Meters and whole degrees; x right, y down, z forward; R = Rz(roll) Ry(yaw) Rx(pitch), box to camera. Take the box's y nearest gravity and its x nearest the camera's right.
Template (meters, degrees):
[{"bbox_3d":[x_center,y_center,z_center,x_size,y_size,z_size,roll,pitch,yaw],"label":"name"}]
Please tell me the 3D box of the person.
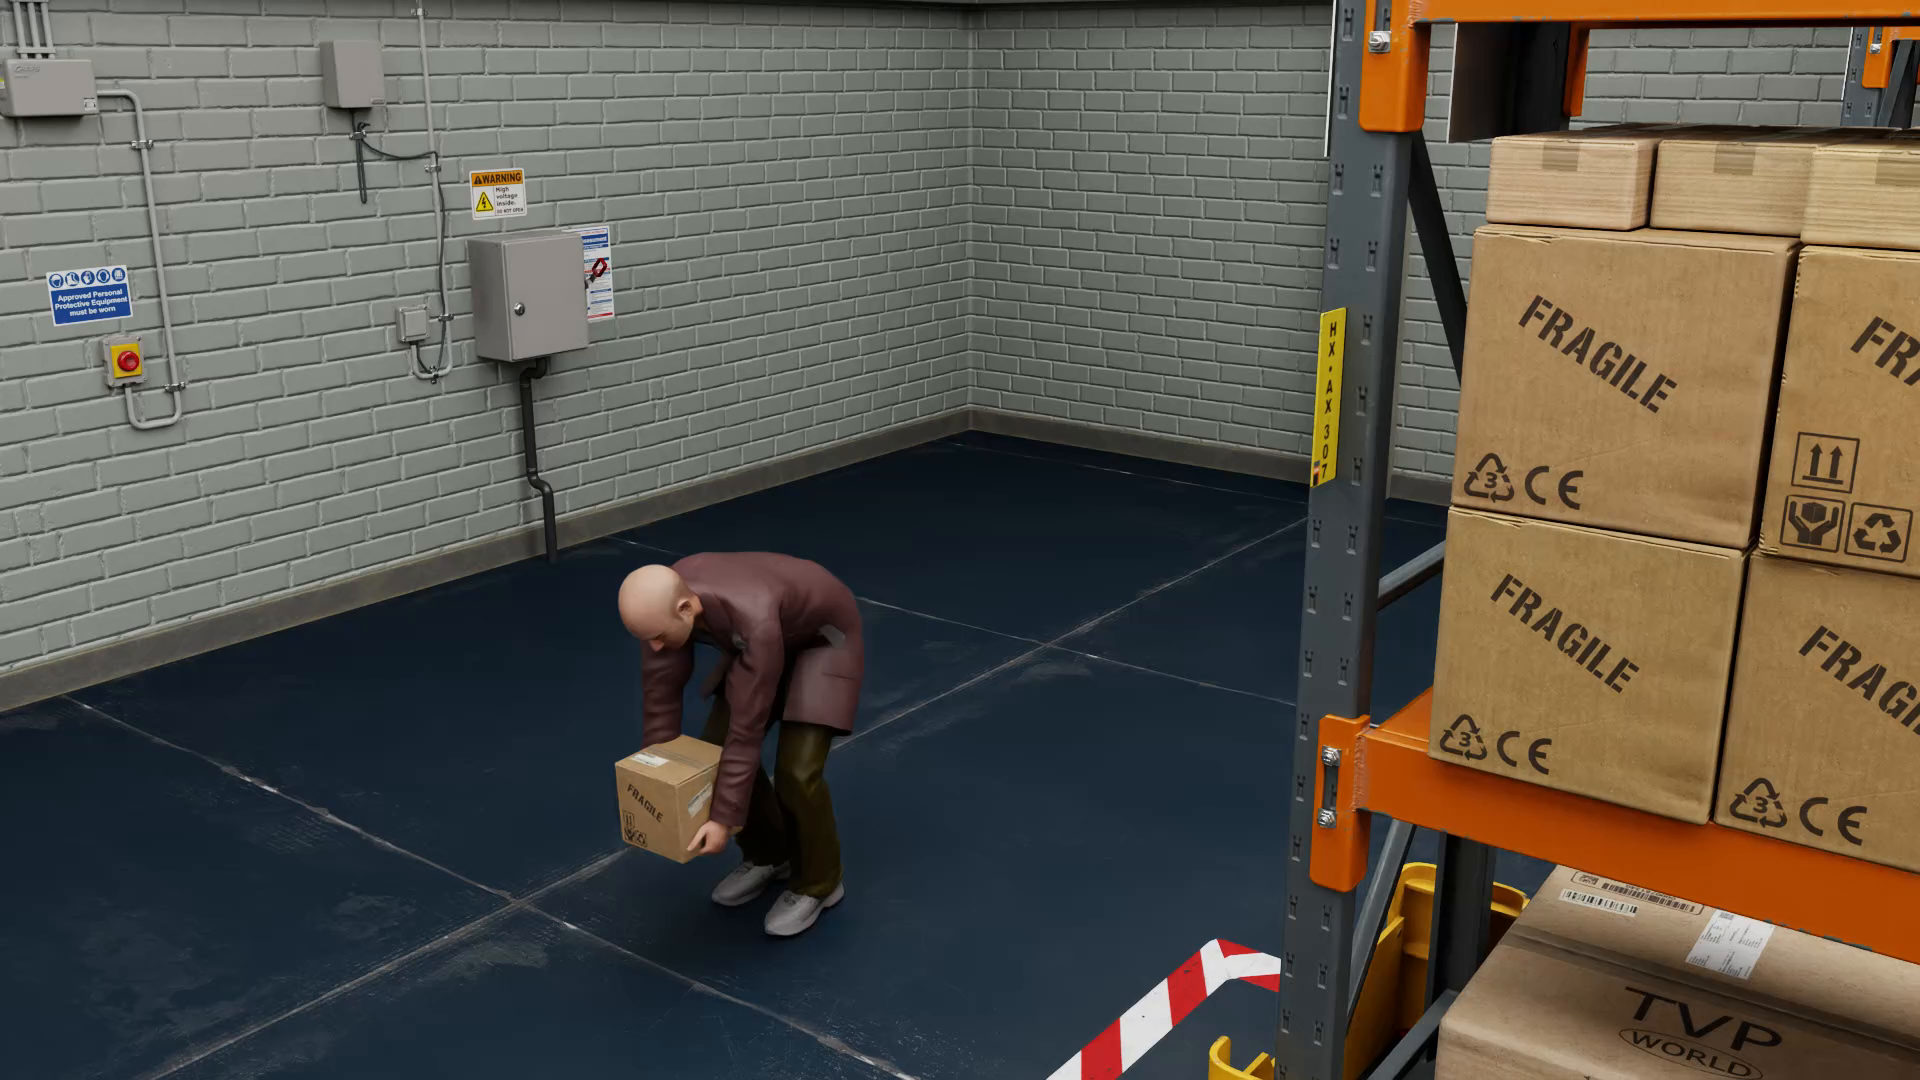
[{"bbox_3d":[-0.656,0.587,4.982,0.566,1.258,0.916,11,19,33],"label":"person"}]
